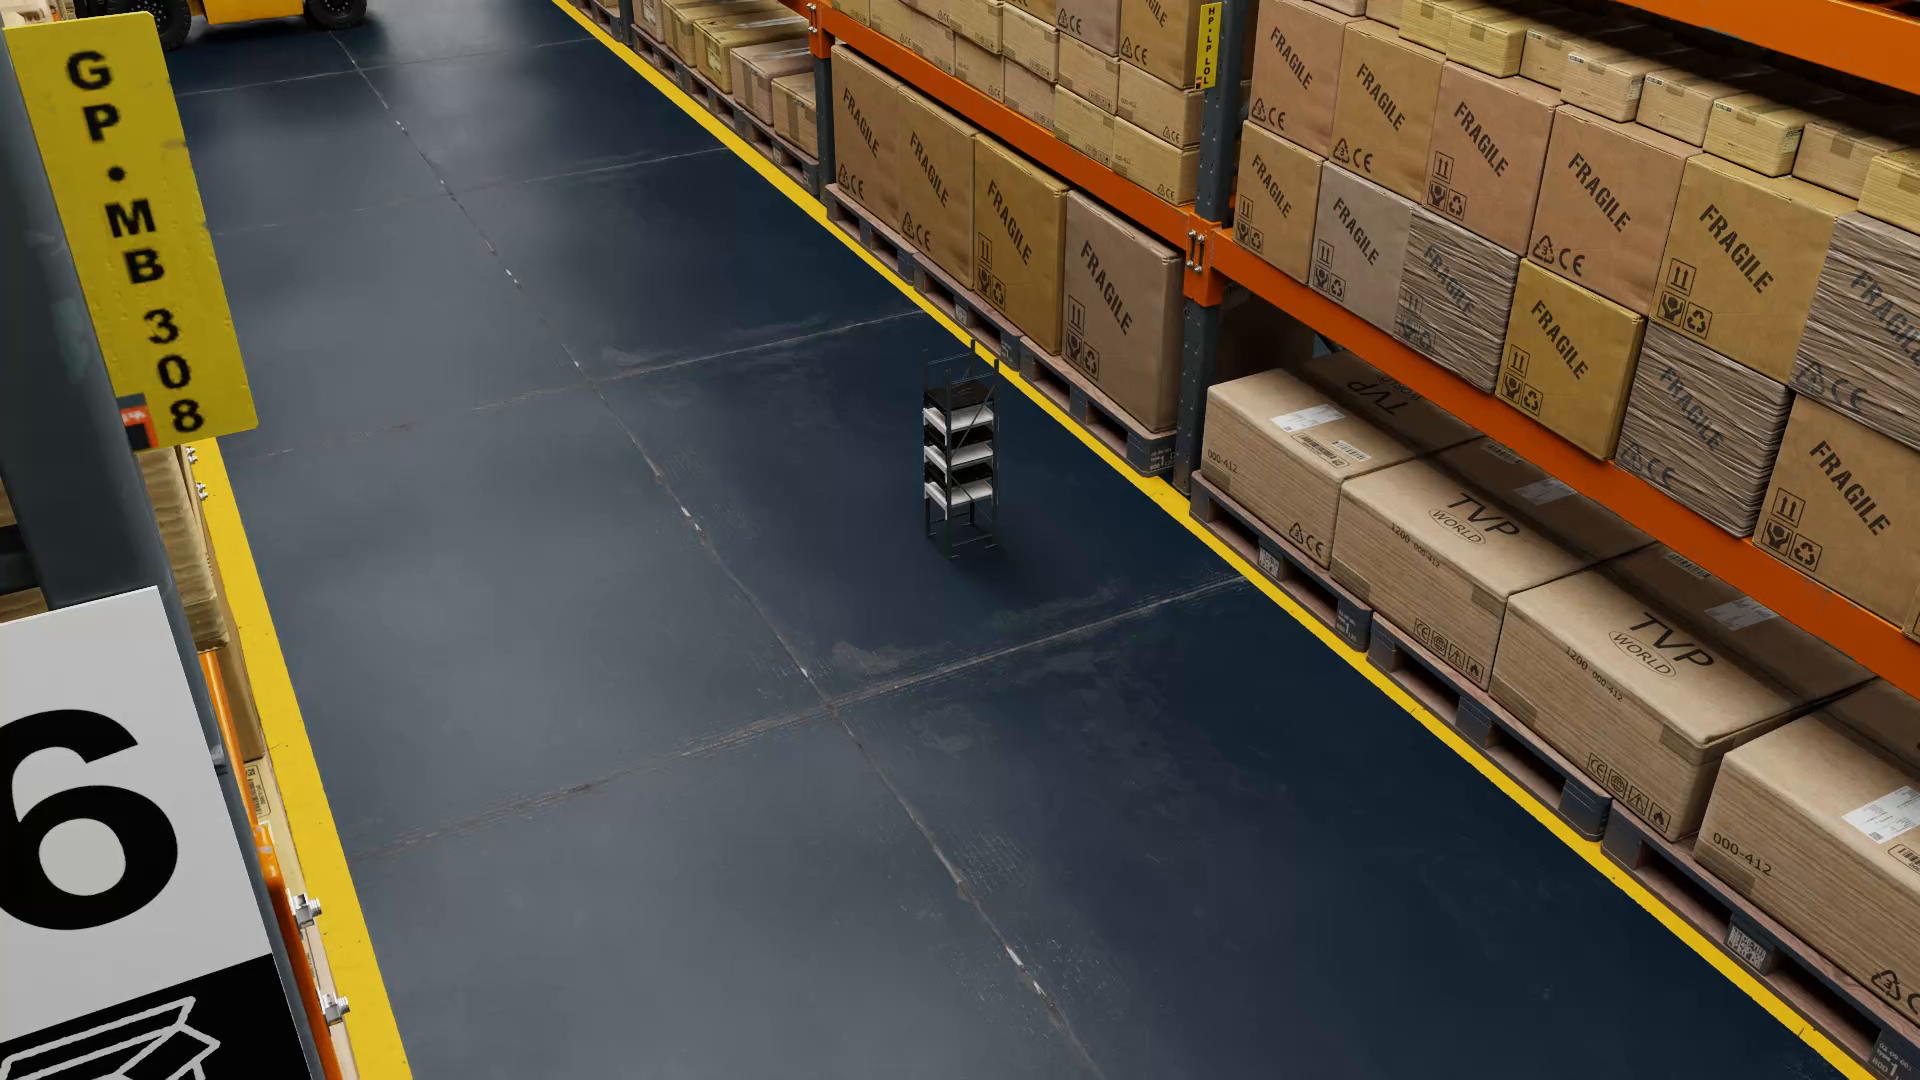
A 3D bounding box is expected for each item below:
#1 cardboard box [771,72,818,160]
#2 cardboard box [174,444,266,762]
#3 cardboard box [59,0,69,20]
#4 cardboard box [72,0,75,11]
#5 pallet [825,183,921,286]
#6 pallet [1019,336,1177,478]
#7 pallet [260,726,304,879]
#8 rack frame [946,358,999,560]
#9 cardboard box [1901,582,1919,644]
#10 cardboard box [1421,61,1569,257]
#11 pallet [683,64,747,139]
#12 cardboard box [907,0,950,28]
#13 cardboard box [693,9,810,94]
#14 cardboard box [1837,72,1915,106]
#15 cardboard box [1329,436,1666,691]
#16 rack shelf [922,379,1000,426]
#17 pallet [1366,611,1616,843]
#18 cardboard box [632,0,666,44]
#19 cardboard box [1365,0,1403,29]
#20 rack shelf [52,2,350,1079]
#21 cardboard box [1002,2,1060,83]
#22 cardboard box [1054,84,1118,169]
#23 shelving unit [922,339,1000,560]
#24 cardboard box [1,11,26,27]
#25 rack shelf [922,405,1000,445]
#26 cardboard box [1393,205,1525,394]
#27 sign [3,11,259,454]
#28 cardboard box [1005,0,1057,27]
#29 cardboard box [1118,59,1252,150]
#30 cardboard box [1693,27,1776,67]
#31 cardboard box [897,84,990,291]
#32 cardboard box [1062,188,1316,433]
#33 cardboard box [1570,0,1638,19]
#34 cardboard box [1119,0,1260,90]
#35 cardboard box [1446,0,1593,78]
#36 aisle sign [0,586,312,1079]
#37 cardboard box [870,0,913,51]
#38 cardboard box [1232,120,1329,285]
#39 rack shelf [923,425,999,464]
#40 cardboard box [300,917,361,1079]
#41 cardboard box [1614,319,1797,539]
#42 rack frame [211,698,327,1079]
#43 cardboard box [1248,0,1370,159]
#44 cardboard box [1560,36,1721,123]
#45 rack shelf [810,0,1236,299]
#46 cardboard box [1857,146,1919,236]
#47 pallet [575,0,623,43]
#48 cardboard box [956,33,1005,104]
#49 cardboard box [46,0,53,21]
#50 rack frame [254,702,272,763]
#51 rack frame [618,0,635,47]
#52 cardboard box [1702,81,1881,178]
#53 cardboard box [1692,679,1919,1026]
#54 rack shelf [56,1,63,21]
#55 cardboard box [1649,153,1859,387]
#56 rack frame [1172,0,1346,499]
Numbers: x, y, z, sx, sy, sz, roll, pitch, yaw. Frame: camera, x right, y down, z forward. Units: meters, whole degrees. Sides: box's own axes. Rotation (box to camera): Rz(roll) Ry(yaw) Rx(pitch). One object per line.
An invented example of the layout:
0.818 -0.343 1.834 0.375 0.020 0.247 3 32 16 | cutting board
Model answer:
-0.676 -2.858 10.977 0.950 0.372 0.625 -18 37 -26 | cardboard box
-1.754 0.175 3.365 0.500 0.500 0.500 -15 36 -22 | cardboard box
-4.780 -2.692 8.347 0.500 0.250 0.500 -16 36 -23 | cardboard box
-7.089 -4.195 12.713 0.500 0.250 0.500 -16 36 -24 | cardboard box
-0.121 -1.946 10.092 1.003 0.211 1.213 -16 36 -23 | pallet
1.017 -0.782 8.274 1.003 0.211 1.213 -16 36 -23 | pallet
-2.627 1.146 5.266 1.003 0.211 1.213 -16 36 -23 | pallet
0.051 -0.327 6.925 0.240 0.900 0.006 -16 36 -23 | rack frame
2.849 0.097 4.226 0.500 0.500 0.500 -16 36 -23 | cardboard box
1.910 -1.291 5.466 0.500 0.500 0.500 -15 36 -22 | cardboard box
-1.349 -3.296 12.199 1.003 0.211 1.213 -16 36 -23 | pallet
0.058 -2.871 8.626 0.500 0.250 0.500 -16 36 -23 | cardboard box
-1.376 -3.571 12.090 0.950 0.372 0.625 -15 35 -22 | cardboard box
2.796 -1.296 4.871 0.380 0.149 0.250 -16 36 -23 | cardboard box
2.059 0.049 6.378 0.875 0.438 0.875 -17 36 -24 | cardboard box
0.004 -0.574 6.874 0.258 0.077 0.200 -16 36 -23 | rack shelf
2.302 0.533 6.222 1.003 0.211 1.213 -16 36 -23 | pallet
-2.040 -4.245 13.142 0.950 0.372 0.625 -15 36 -23 | cardboard box
1.651 -1.897 5.810 0.380 0.149 0.250 -16 36 -24 | cardboard box
-2.013 -0.362 2.920 1.077 0.370 4.000 -16 36 -23 | rack shelf
0.536 -2.385 7.868 0.500 0.250 0.500 -15 36 -22 | cardboard box
0.775 -1.937 7.632 0.500 0.250 0.500 -16 36 -24 | cardboard box
0.004 -0.375 7.001 0.258 0.900 0.210 -16 36 -23 | shelving unit
-1.066 -0.258 1.491 0.500 0.250 0.500 -16 36 -24 | cardboard box
0.004 -0.499 6.922 0.258 0.077 0.200 -16 36 -23 | rack shelf
1.888 -0.879 5.748 0.500 0.500 0.500 -16 36 -23 | cardboard box
-0.601 -0.215 1.214 0.100 0.325 0.005 -16 36 -23 | sign
0.546 -2.712 7.682 0.500 0.500 0.500 -15 35 -22 | cardboard box
1.023 -1.903 7.115 0.500 0.250 0.500 -16 36 -23 | cardboard box
2.537 -1.536 5.246 0.380 0.149 0.250 -16 36 -23 | cardboard box
0.239 -2.020 9.203 0.875 0.875 0.875 -15 36 -23 | cardboard box
1.084 -1.164 7.867 0.875 0.875 0.875 -15 35 -22 | cardboard box
2.286 -1.774 5.618 0.380 0.149 0.250 -16 36 -23 | cardboard box
1.013 -2.220 6.914 0.500 0.500 0.500 -15 35 -22 | cardboard box
1.811 -1.629 5.391 0.380 0.149 0.250 -17 36 -24 | cardboard box
-0.789 0.417 1.409 0.394 0.787 0.004 -16 36 -23 | aisle sign
-0.161 -2.915 9.158 0.500 0.250 0.500 -17 36 -24 | cardboard box
1.431 -1.359 6.497 0.500 0.500 0.500 -15 35 -22 | cardboard box
0.004 -0.423 6.971 0.258 0.077 0.200 -16 36 -23 | rack shelf
-1.289 0.966 2.825 0.500 0.250 0.500 -15 36 -23 | cardboard box
2.380 -0.390 4.985 0.500 0.500 0.500 -15 36 -22 | cardboard box
-1.081 1.553 2.046 1.000 3.000 0.127 -16 36 -23 | rack frame
1.451 -1.781 6.230 0.500 0.500 0.500 -16 36 -23 | cardboard box
2.054 -1.395 5.026 0.380 0.149 0.250 -16 36 -23 | cardboard box
0.511 -2.258 8.661 1.077 0.370 4.000 -16 36 -23 | rack shelf
2.548 -0.902 4.257 0.380 0.149 0.250 -15 36 -22 | cardboard box
-2.631 -4.562 14.175 1.003 0.211 1.213 -16 36 -23 | pallet
0.312 -2.428 8.399 0.500 0.250 0.500 -16 36 -23 | cardboard box
-2.019 -1.021 3.146 0.500 0.250 0.500 -15 36 -22 | cardboard box
-2.946 -0.356 5.025 1.000 3.000 0.127 -16 36 -23 | rack frame
-2.287 -5.424 12.936 1.000 3.000 0.127 -16 36 -23 | rack frame
2.320 -1.150 4.643 0.380 0.149 0.250 -15 36 -22 | cardboard box
2.912 0.915 5.027 0.875 0.438 0.875 -17 36 -25 | cardboard box
-3.878 -2.271 5.900 1.077 0.370 4.000 -16 36 -23 | rack shelf
2.376 -0.810 4.714 0.500 0.500 0.500 -16 36 -23 | cardboard box
1.443 -1.606 6.977 1.000 3.000 0.127 -16 36 -23 | rack frame
